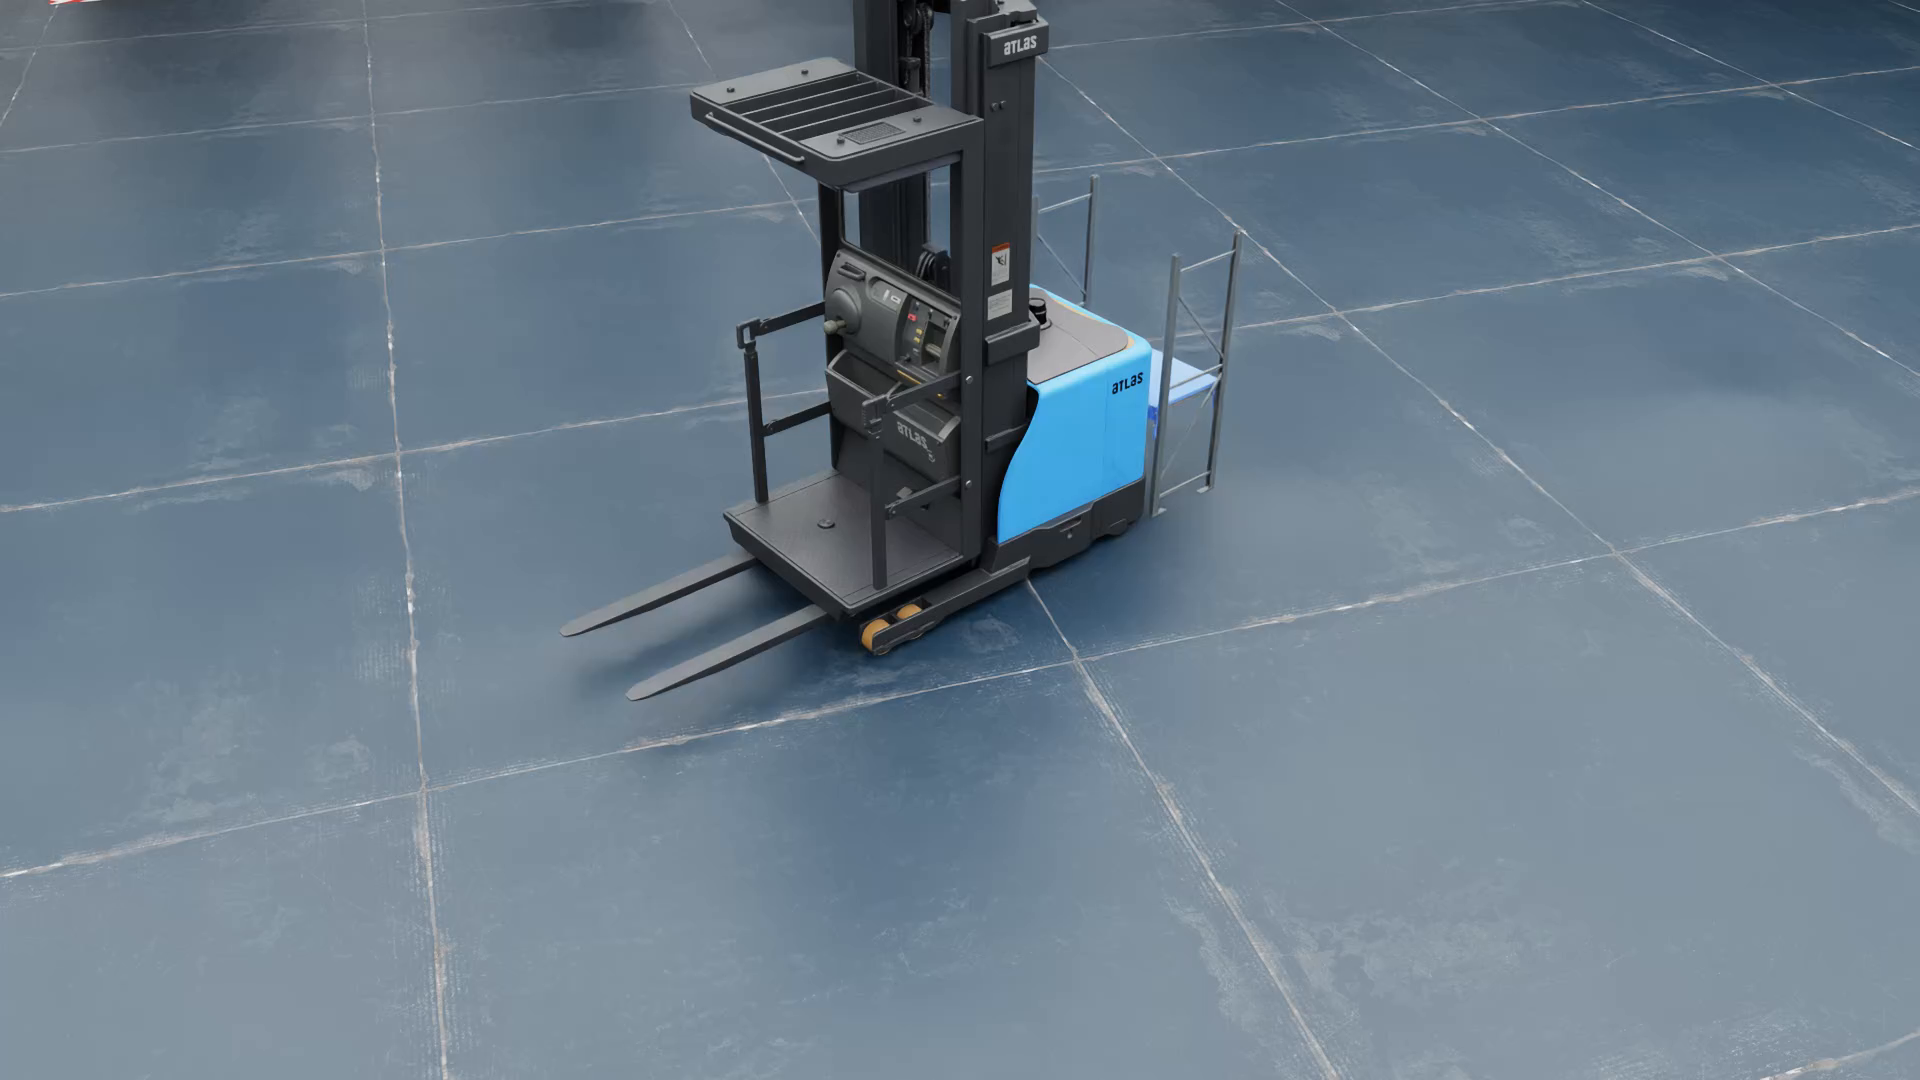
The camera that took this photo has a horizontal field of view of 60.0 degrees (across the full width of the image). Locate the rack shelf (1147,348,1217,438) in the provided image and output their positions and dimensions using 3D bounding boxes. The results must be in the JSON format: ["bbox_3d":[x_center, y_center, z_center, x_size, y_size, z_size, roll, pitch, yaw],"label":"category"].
[{"bbox_3d":[0.880,-0.901,9.069,0.538,0.185,1.000,-25,41,-34],"label":"rack shelf"}]

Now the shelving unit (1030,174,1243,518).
[{"bbox_3d":[0.883,-1.052,8.972,0.538,1.500,1.048,-25,41,-34],"label":"shelving unit"}]

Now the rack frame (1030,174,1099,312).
[{"bbox_3d":[0.547,-1.263,9.290,0.500,1.500,0.032,-25,41,-34],"label":"rack frame"}]

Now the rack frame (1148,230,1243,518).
[{"bbox_3d":[1.219,-0.842,8.654,0.500,1.500,0.032,-25,41,-34],"label":"rack frame"}]

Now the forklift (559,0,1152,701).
[{"bbox_3d":[-0.482,-1.004,7.611,3.031,2.935,1.130,-24,41,-32],"label":"forklift"}]
